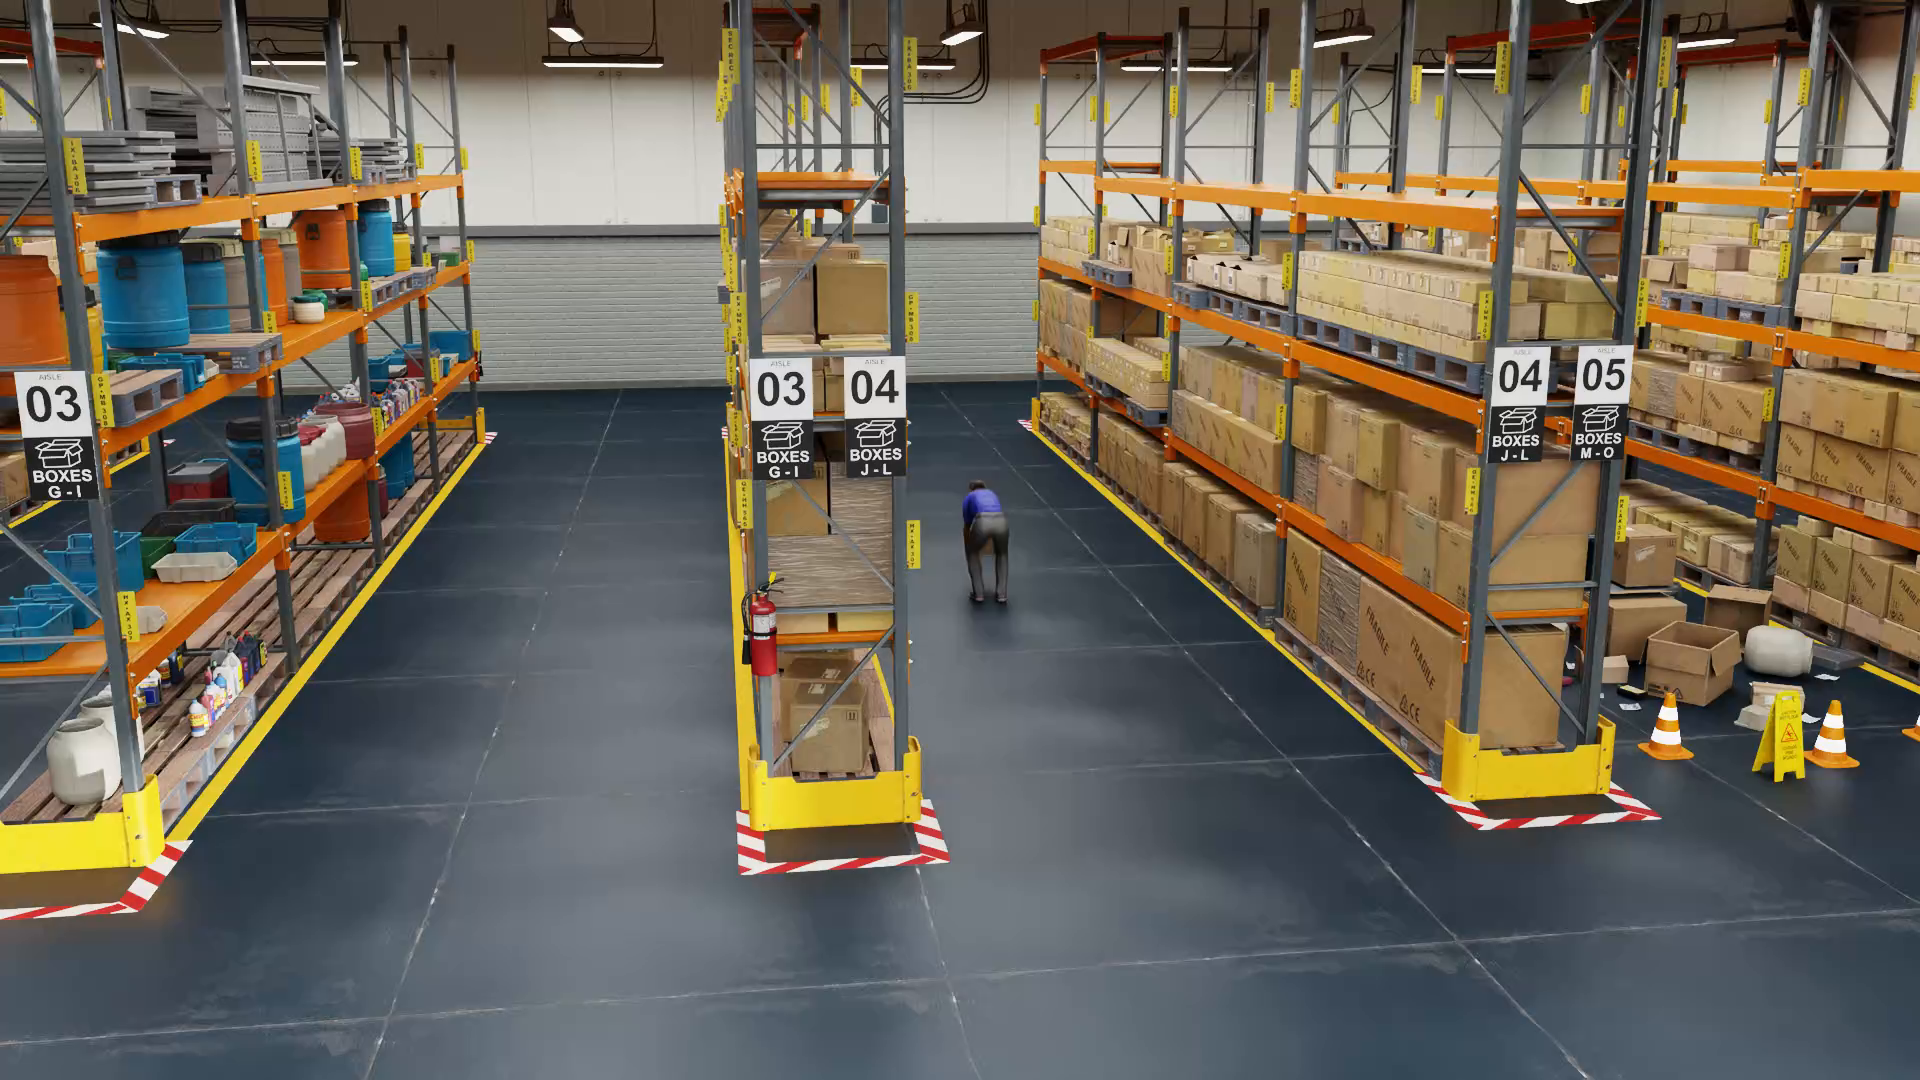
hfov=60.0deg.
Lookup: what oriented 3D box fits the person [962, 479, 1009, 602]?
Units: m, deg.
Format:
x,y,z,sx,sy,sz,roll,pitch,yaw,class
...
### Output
x,y,z,sx,sy,sz,roll,pitch,yaw,class
0.260,0.008,17.047,0.433,1.166,0.838,-3,14,-11,person
